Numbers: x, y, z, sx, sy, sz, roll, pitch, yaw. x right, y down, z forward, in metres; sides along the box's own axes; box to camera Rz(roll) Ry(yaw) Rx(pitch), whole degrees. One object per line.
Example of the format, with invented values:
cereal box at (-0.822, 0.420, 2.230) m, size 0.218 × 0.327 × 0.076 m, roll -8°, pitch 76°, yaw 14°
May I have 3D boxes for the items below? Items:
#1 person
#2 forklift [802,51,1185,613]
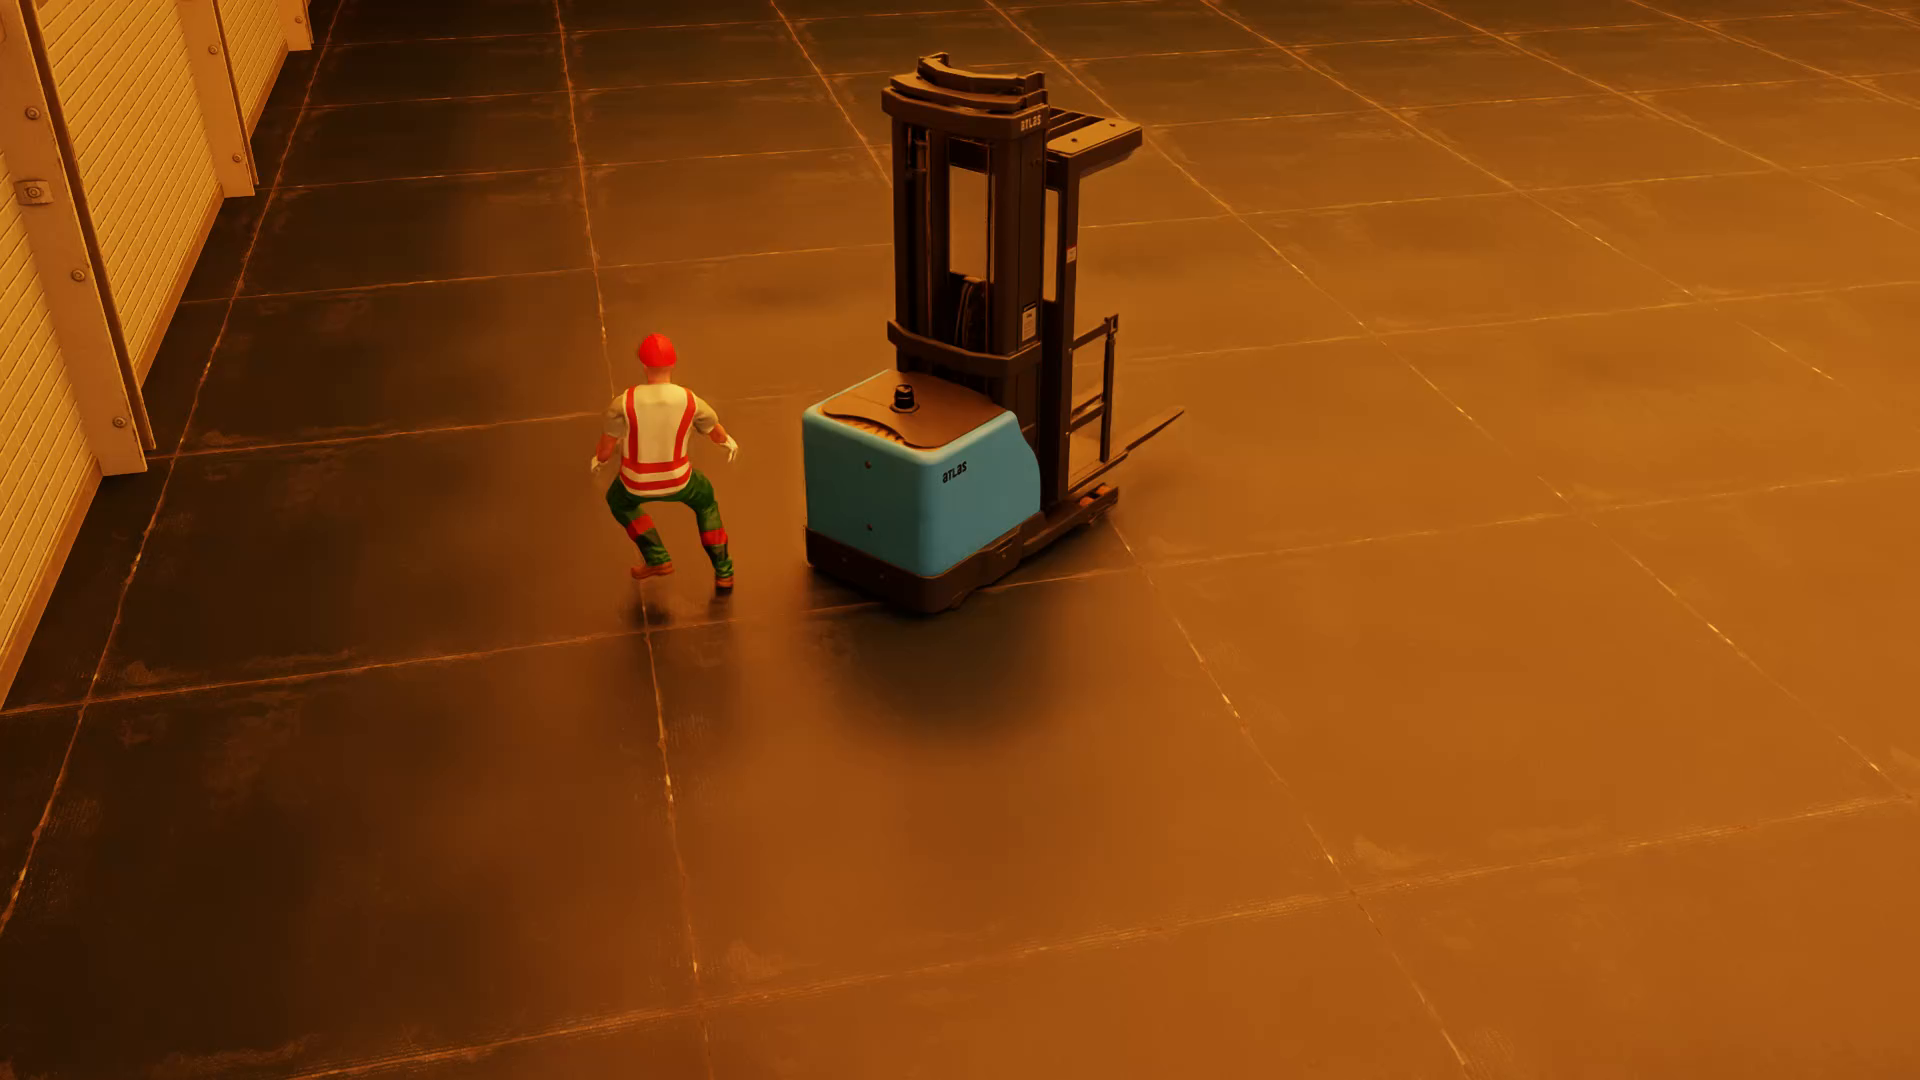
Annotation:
person at (-1.698, -0.428, 9.635) m, size 0.858 × 1.699 × 0.554 m, roll -7°, pitch 31°, yaw -12°
forklift at (0.374, -1.517, 10.194) m, size 1.130 × 2.935 × 3.031 m, roll 22°, pitch 37°, yaw 33°
